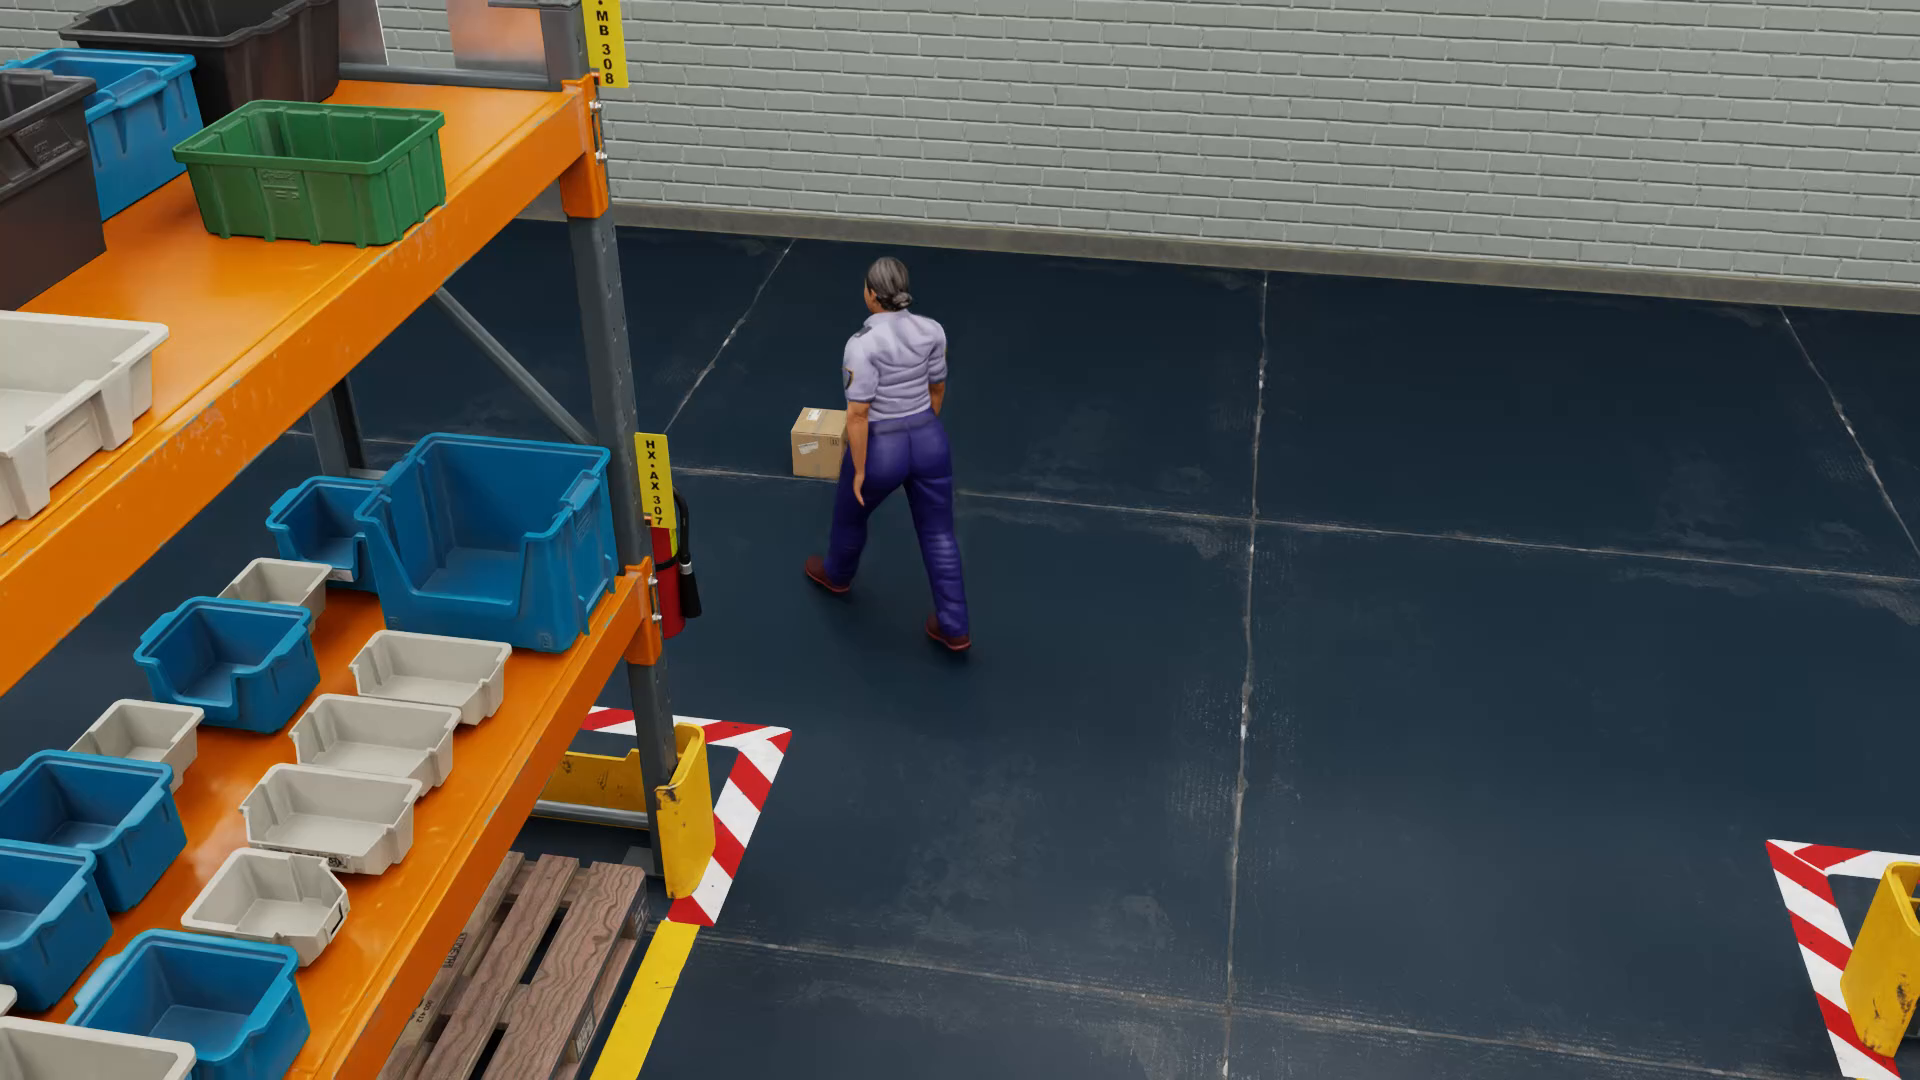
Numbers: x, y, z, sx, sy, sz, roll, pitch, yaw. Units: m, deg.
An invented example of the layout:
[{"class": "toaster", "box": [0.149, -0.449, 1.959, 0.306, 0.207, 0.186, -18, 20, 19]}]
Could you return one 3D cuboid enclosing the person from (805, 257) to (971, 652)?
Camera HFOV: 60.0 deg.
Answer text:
[{"class": "person", "box": [-0.277, -0.382, 6.744, 0.502, 1.587, 0.962, -15, 36, -22]}]
